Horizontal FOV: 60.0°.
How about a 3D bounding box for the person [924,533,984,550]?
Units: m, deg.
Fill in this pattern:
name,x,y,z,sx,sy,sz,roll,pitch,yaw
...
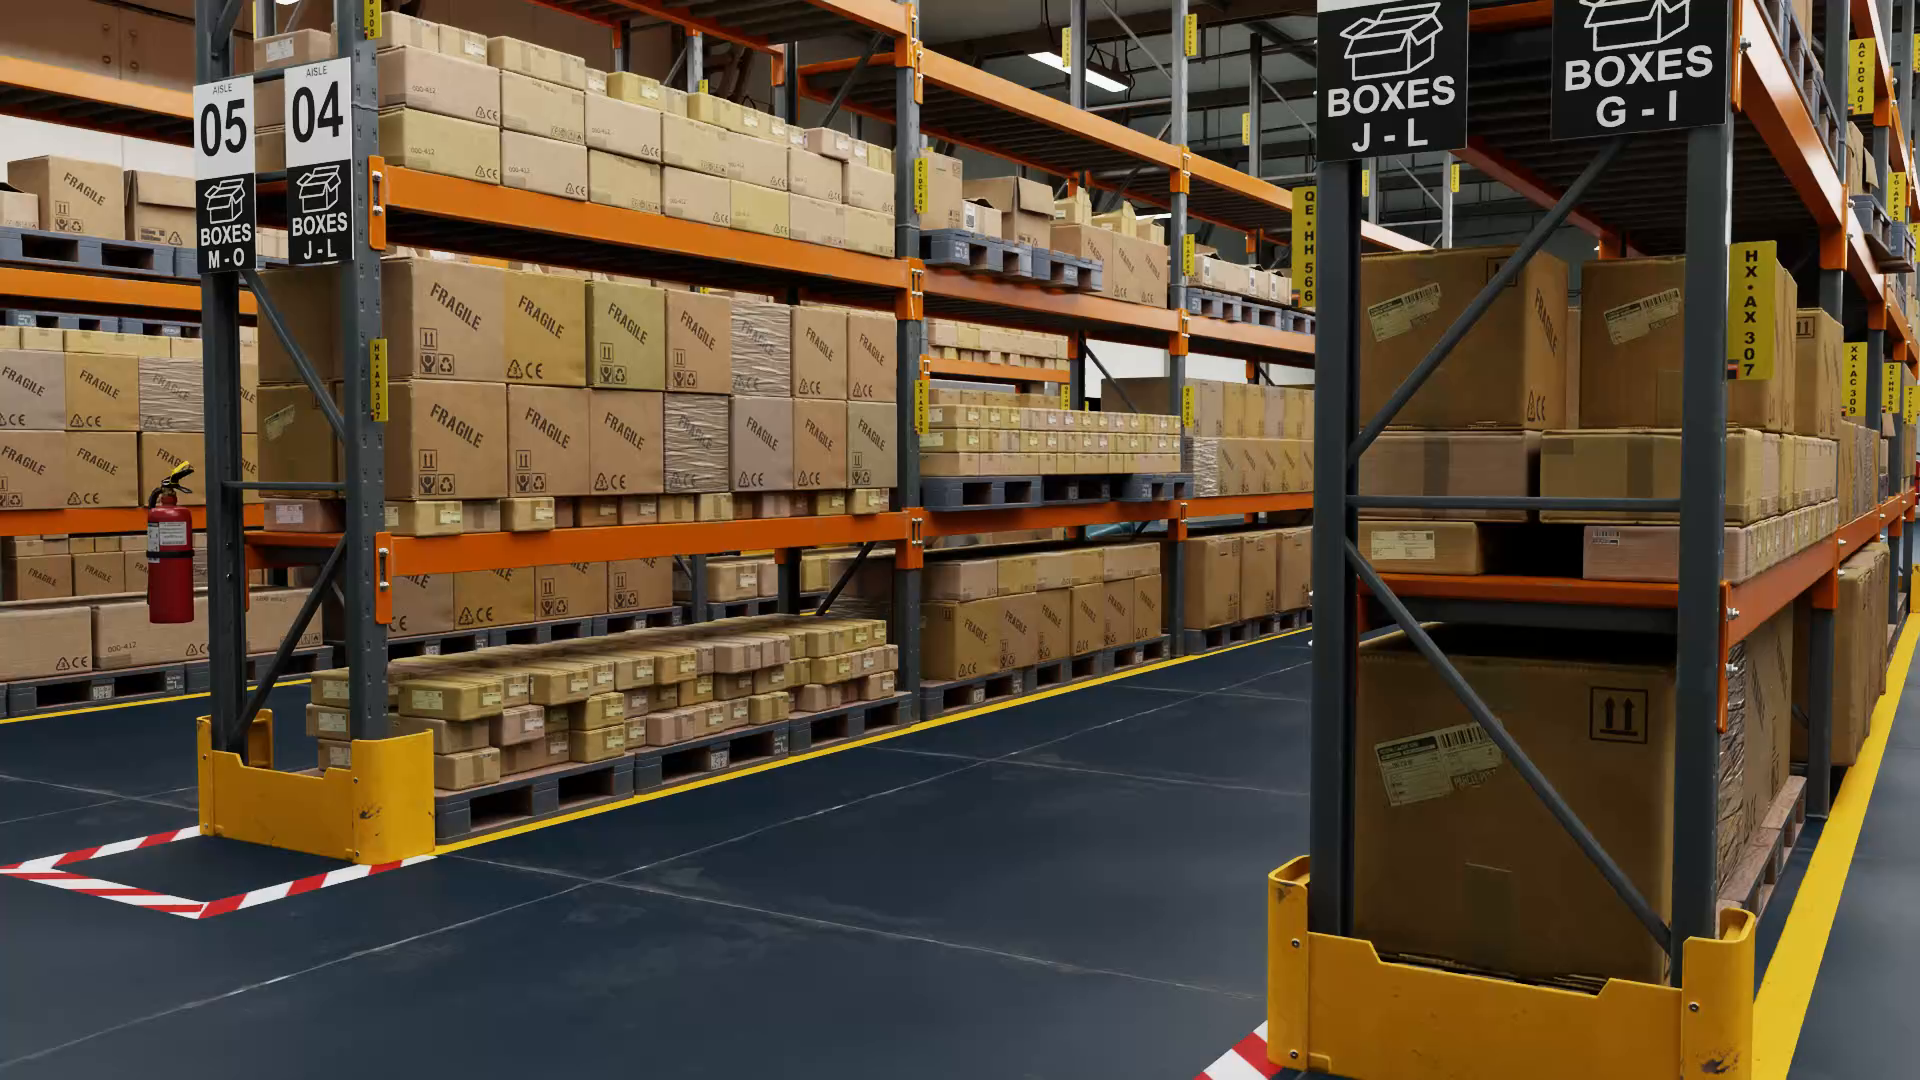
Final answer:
name,x,y,z,sx,sy,sz,roll,pitch,yaw
person,-0.061,-0.042,17.195,0.554,1.651,0.610,2,3,32
